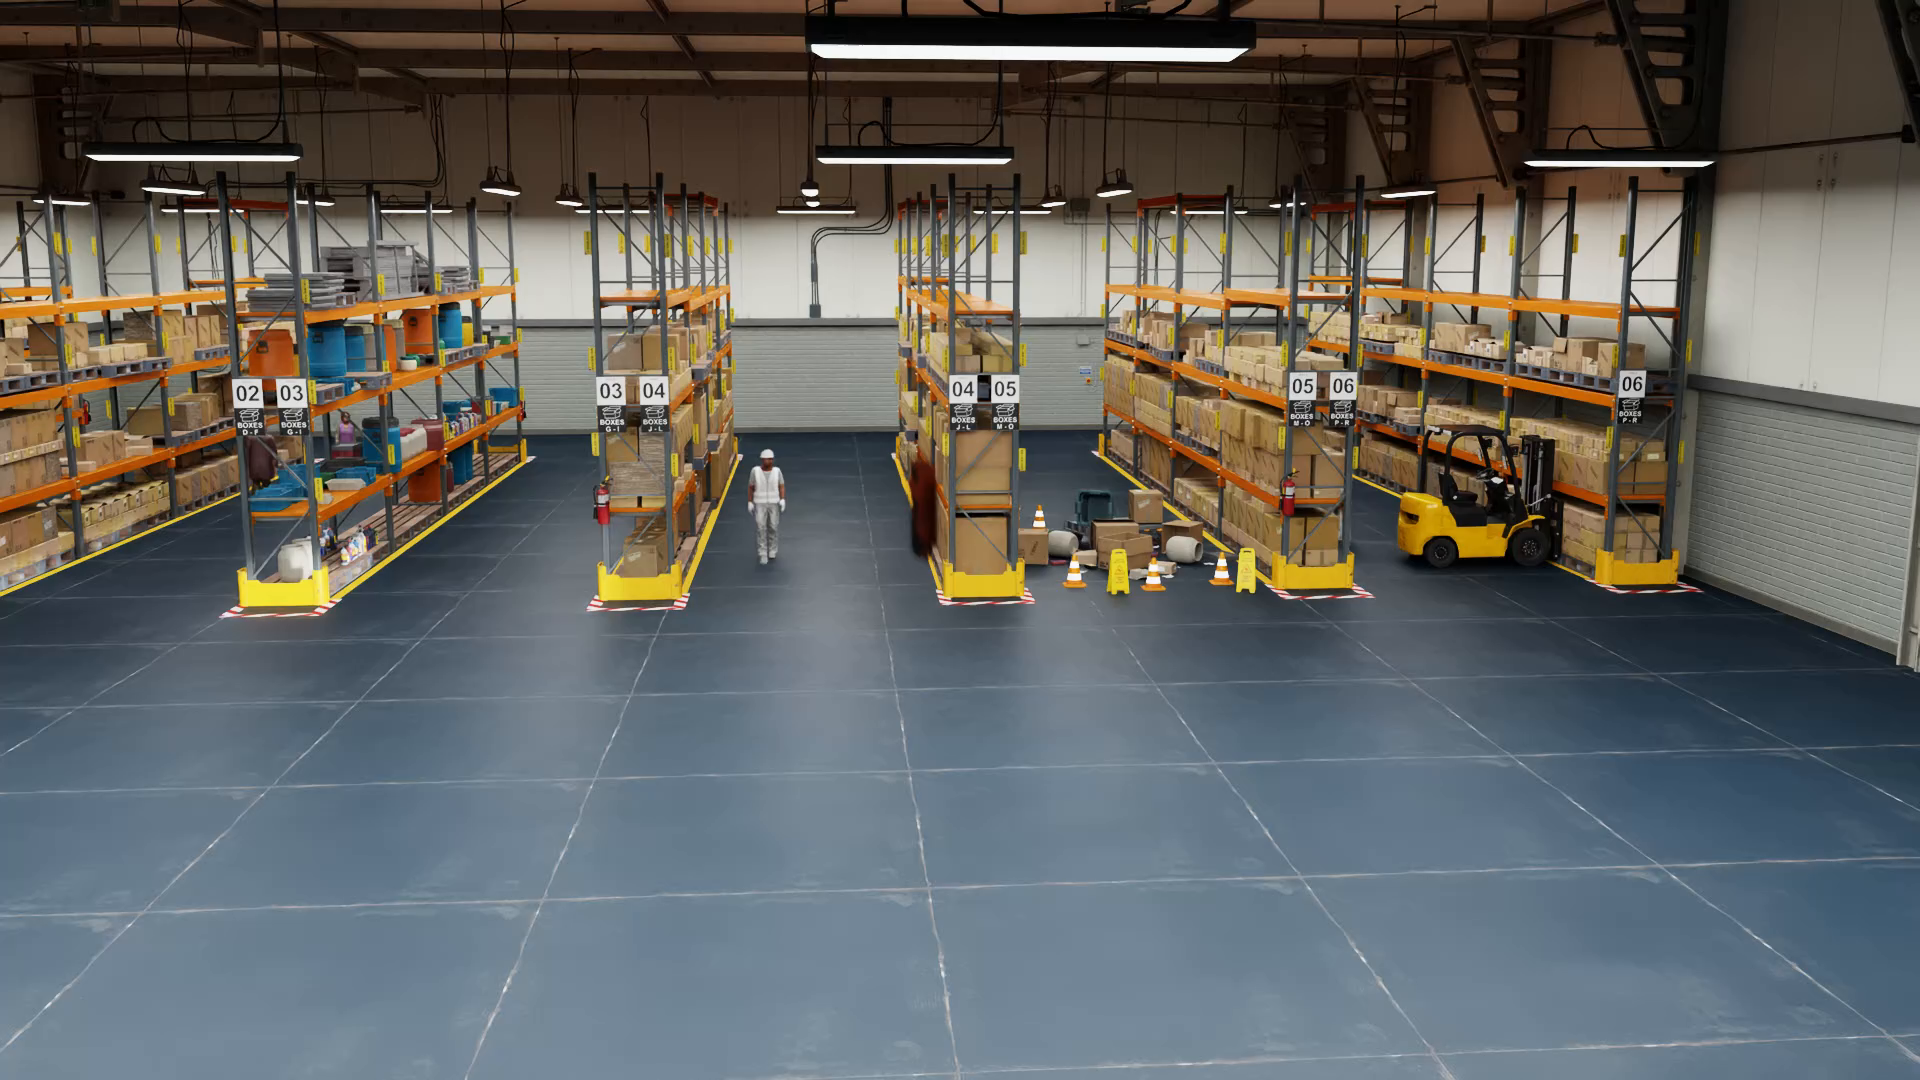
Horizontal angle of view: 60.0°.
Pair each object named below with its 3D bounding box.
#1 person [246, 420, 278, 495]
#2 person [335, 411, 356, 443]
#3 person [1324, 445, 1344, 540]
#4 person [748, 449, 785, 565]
[{"bbox_3d":[-13.170,-1.377,31.327,0.620,1.778,0.535,-1,10,-3],"label":"person"},{"bbox_3d":[-12.970,-1.949,35.149,0.402,1.554,0.888,-2,10,-13],"label":"person"},{"bbox_3d":[6.547,-0.799,28.610,0.514,1.623,0.617,-4,11,-22],"label":"person"},{"bbox_3d":[-3.083,-0.542,26.712,0.589,1.788,0.737,-3,10,-15],"label":"person"}]
